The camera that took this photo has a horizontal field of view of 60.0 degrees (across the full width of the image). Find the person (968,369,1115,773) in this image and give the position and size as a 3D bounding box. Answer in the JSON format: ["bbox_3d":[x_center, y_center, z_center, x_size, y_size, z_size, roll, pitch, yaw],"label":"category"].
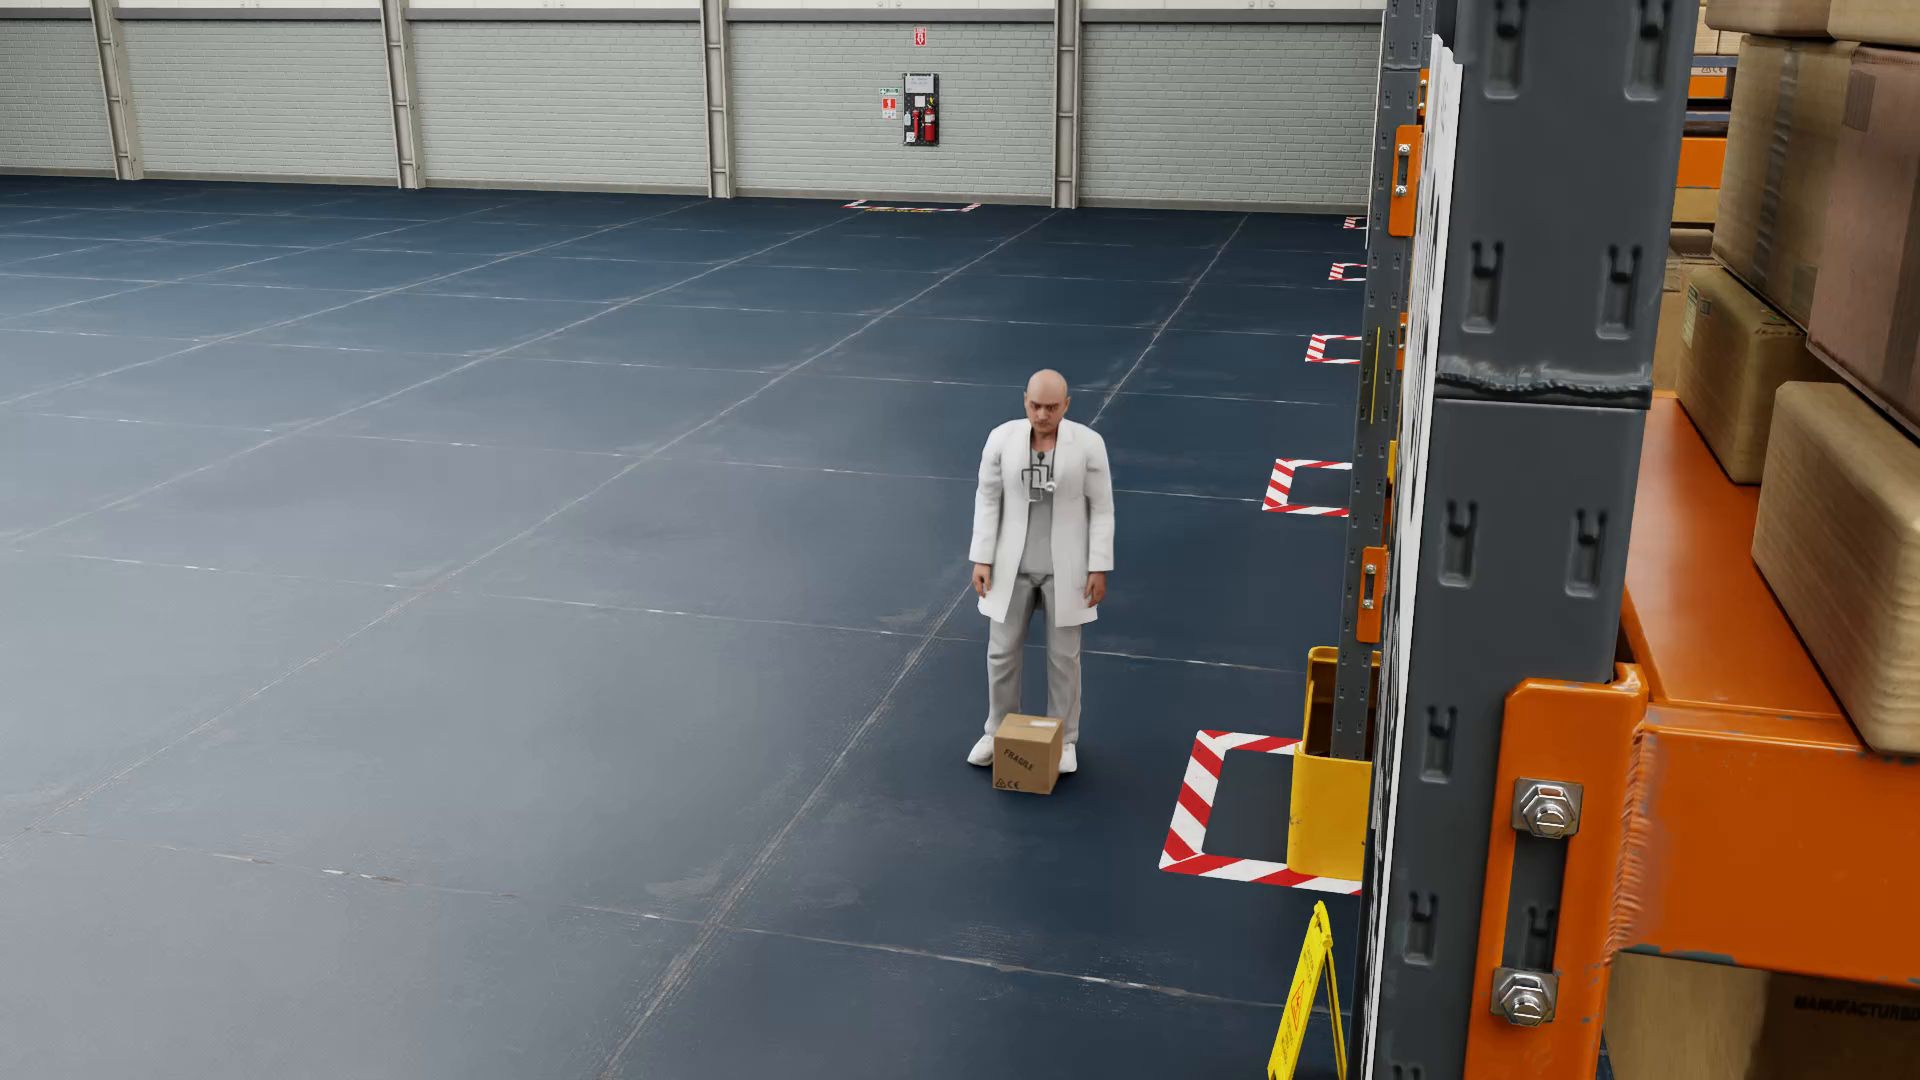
[{"bbox_3d":[0.350,0.125,7.196,0.631,1.773,0.427,4,18,11],"label":"person"}]
